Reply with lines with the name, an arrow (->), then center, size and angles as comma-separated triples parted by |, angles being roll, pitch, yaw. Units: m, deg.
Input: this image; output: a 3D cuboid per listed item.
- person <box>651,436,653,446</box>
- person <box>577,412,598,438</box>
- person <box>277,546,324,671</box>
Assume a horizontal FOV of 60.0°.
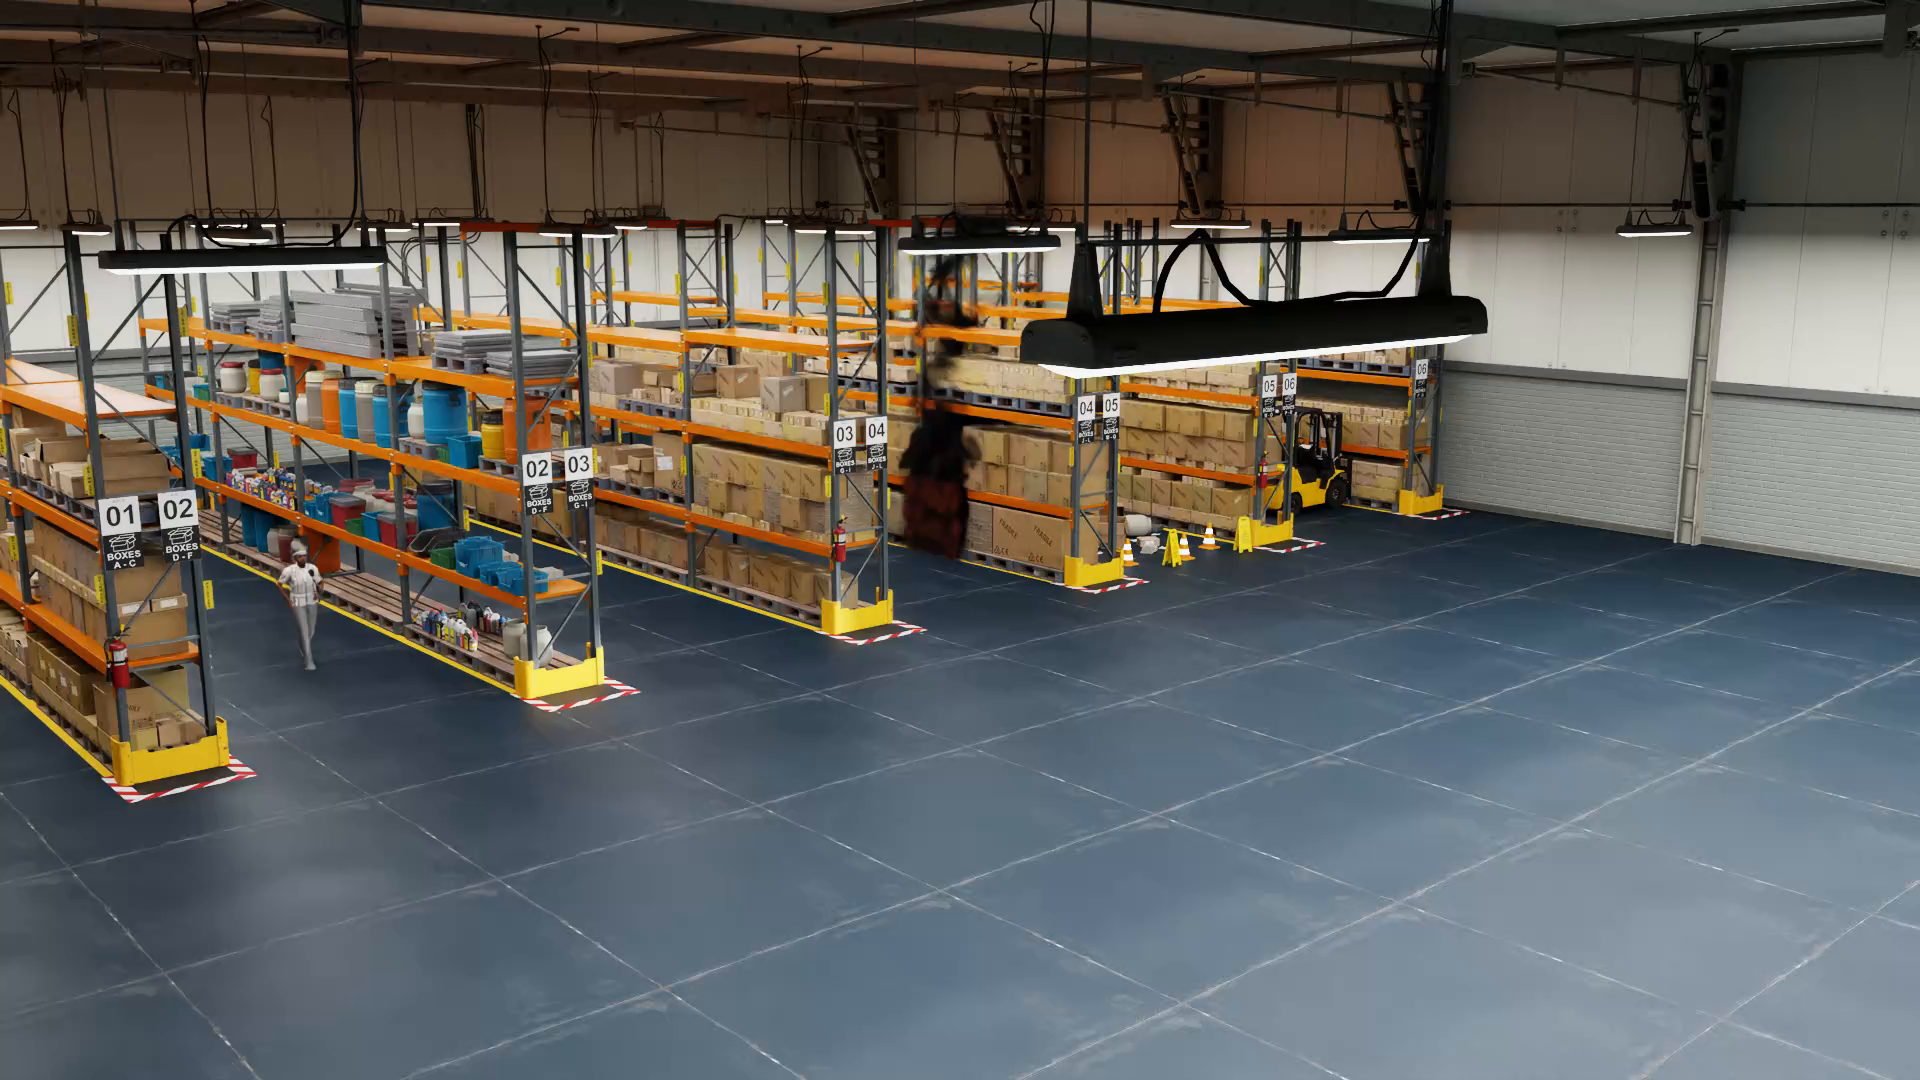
person -> -7.470, -2.739, 41.134 | 0.558, 1.699, 0.688 | 5, 13, 24
person -> -8.521, -2.072, 37.643 | 0.694, 1.757, 0.825 | -7, 13, -31
person -> -9.137, 0.922, 23.136 | 0.592, 1.734, 0.781 | -10, 15, -39
